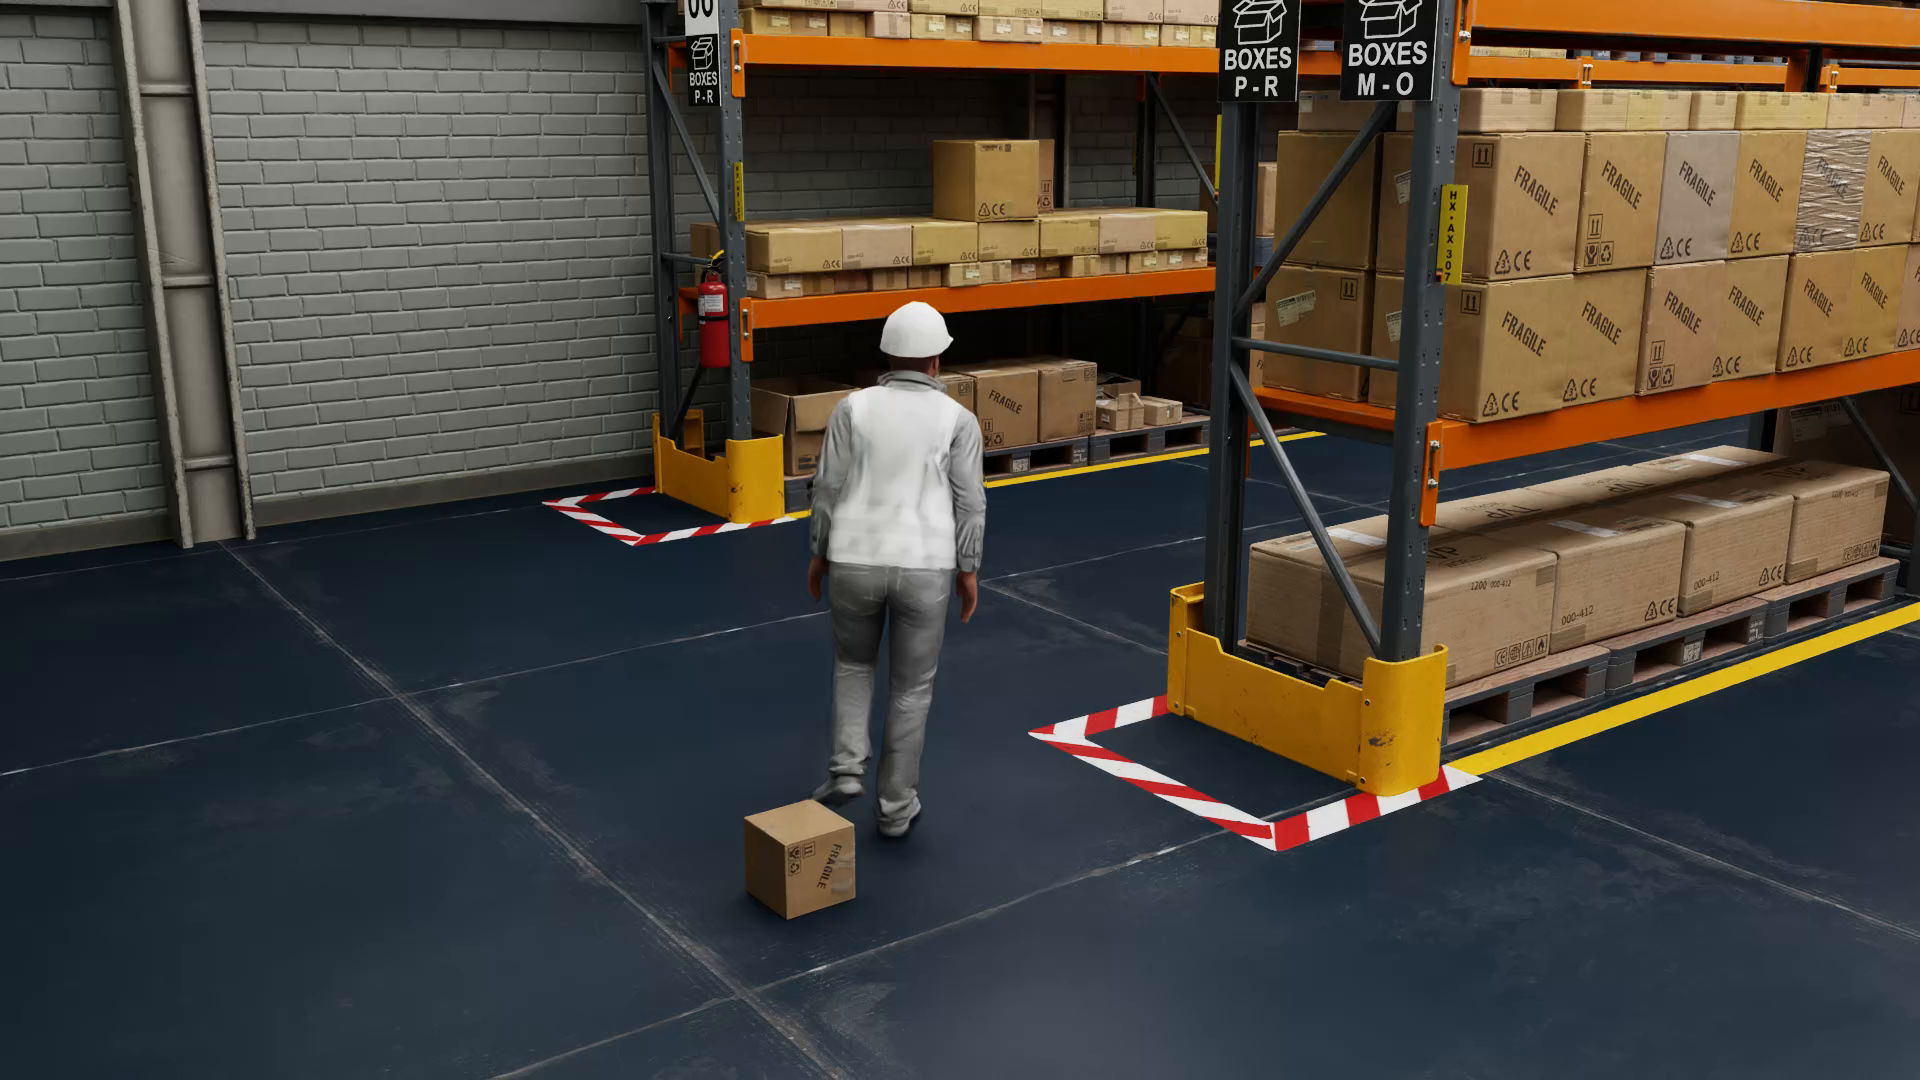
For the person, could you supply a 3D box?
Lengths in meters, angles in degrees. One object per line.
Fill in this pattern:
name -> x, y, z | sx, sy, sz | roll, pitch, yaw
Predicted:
person -> -0.211, 0.091, 5.575 | 0.606, 1.755, 0.519 | 2, 14, 6
